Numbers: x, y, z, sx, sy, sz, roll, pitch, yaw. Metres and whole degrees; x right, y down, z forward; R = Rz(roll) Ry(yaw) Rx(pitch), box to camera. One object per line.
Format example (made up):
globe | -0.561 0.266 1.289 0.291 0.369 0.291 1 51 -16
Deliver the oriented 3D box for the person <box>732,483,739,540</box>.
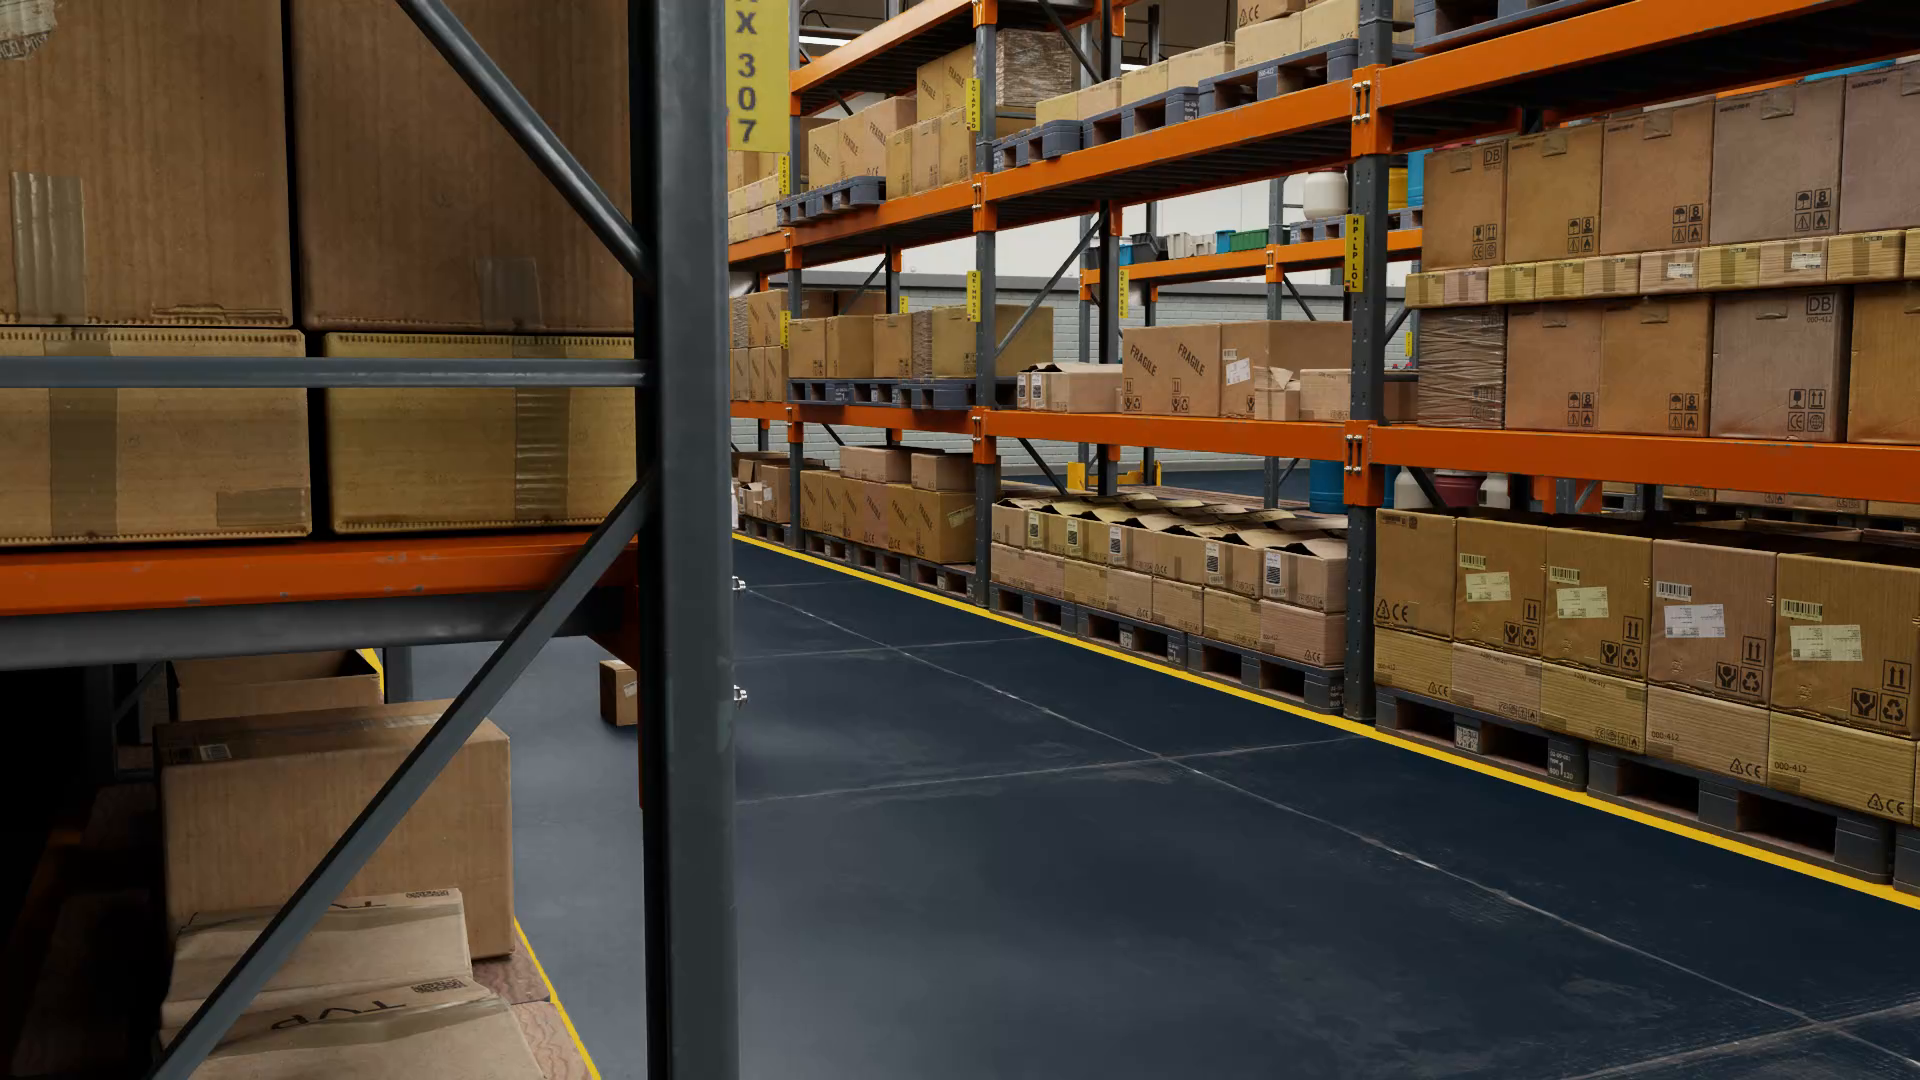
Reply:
person | -1.241 -0.043 7.418 0.467 1.665 0.538 -3 6 -25
